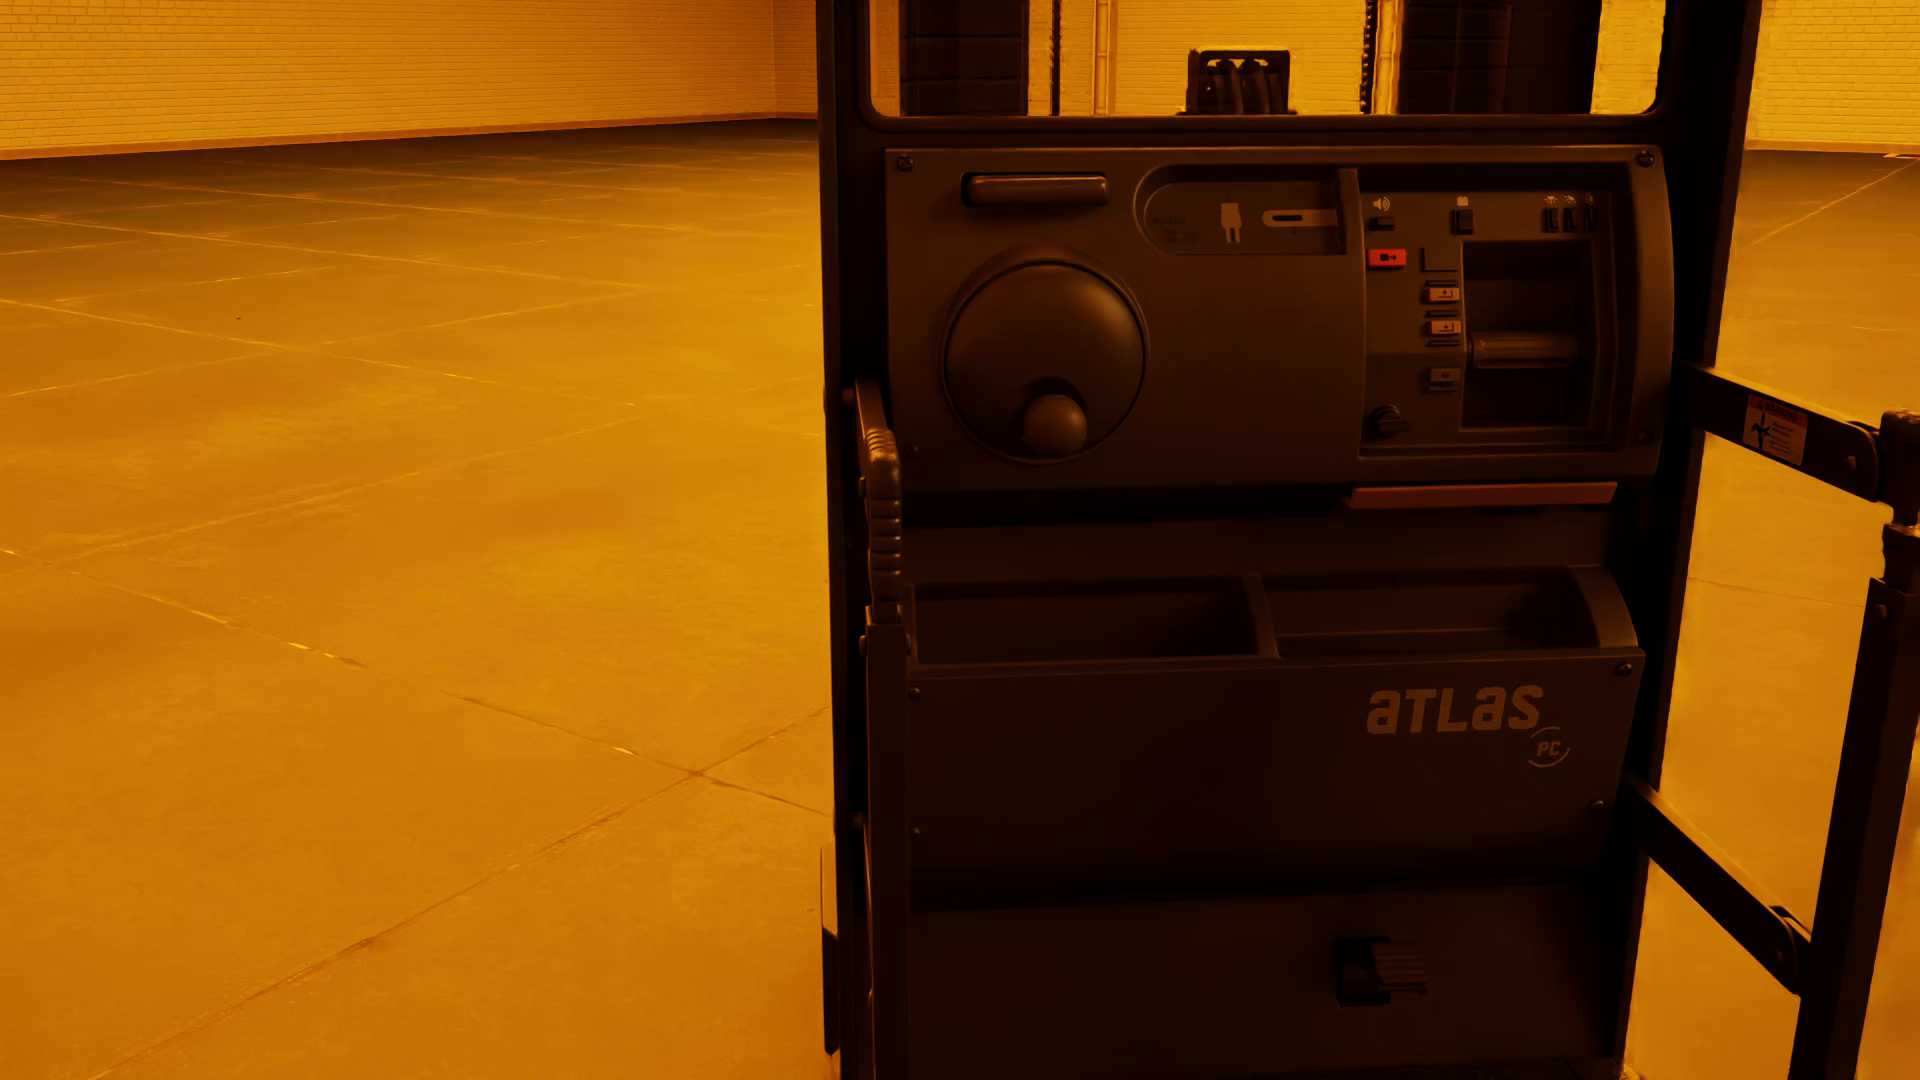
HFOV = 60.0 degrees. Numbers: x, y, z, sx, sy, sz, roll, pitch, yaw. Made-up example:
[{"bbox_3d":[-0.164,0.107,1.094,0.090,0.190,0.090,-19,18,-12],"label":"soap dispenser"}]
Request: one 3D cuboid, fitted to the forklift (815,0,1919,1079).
[{"bbox_3d":[0.399,-0.273,1.746,1.130,2.935,3.031,-1,17,-5],"label":"forklift"}]
